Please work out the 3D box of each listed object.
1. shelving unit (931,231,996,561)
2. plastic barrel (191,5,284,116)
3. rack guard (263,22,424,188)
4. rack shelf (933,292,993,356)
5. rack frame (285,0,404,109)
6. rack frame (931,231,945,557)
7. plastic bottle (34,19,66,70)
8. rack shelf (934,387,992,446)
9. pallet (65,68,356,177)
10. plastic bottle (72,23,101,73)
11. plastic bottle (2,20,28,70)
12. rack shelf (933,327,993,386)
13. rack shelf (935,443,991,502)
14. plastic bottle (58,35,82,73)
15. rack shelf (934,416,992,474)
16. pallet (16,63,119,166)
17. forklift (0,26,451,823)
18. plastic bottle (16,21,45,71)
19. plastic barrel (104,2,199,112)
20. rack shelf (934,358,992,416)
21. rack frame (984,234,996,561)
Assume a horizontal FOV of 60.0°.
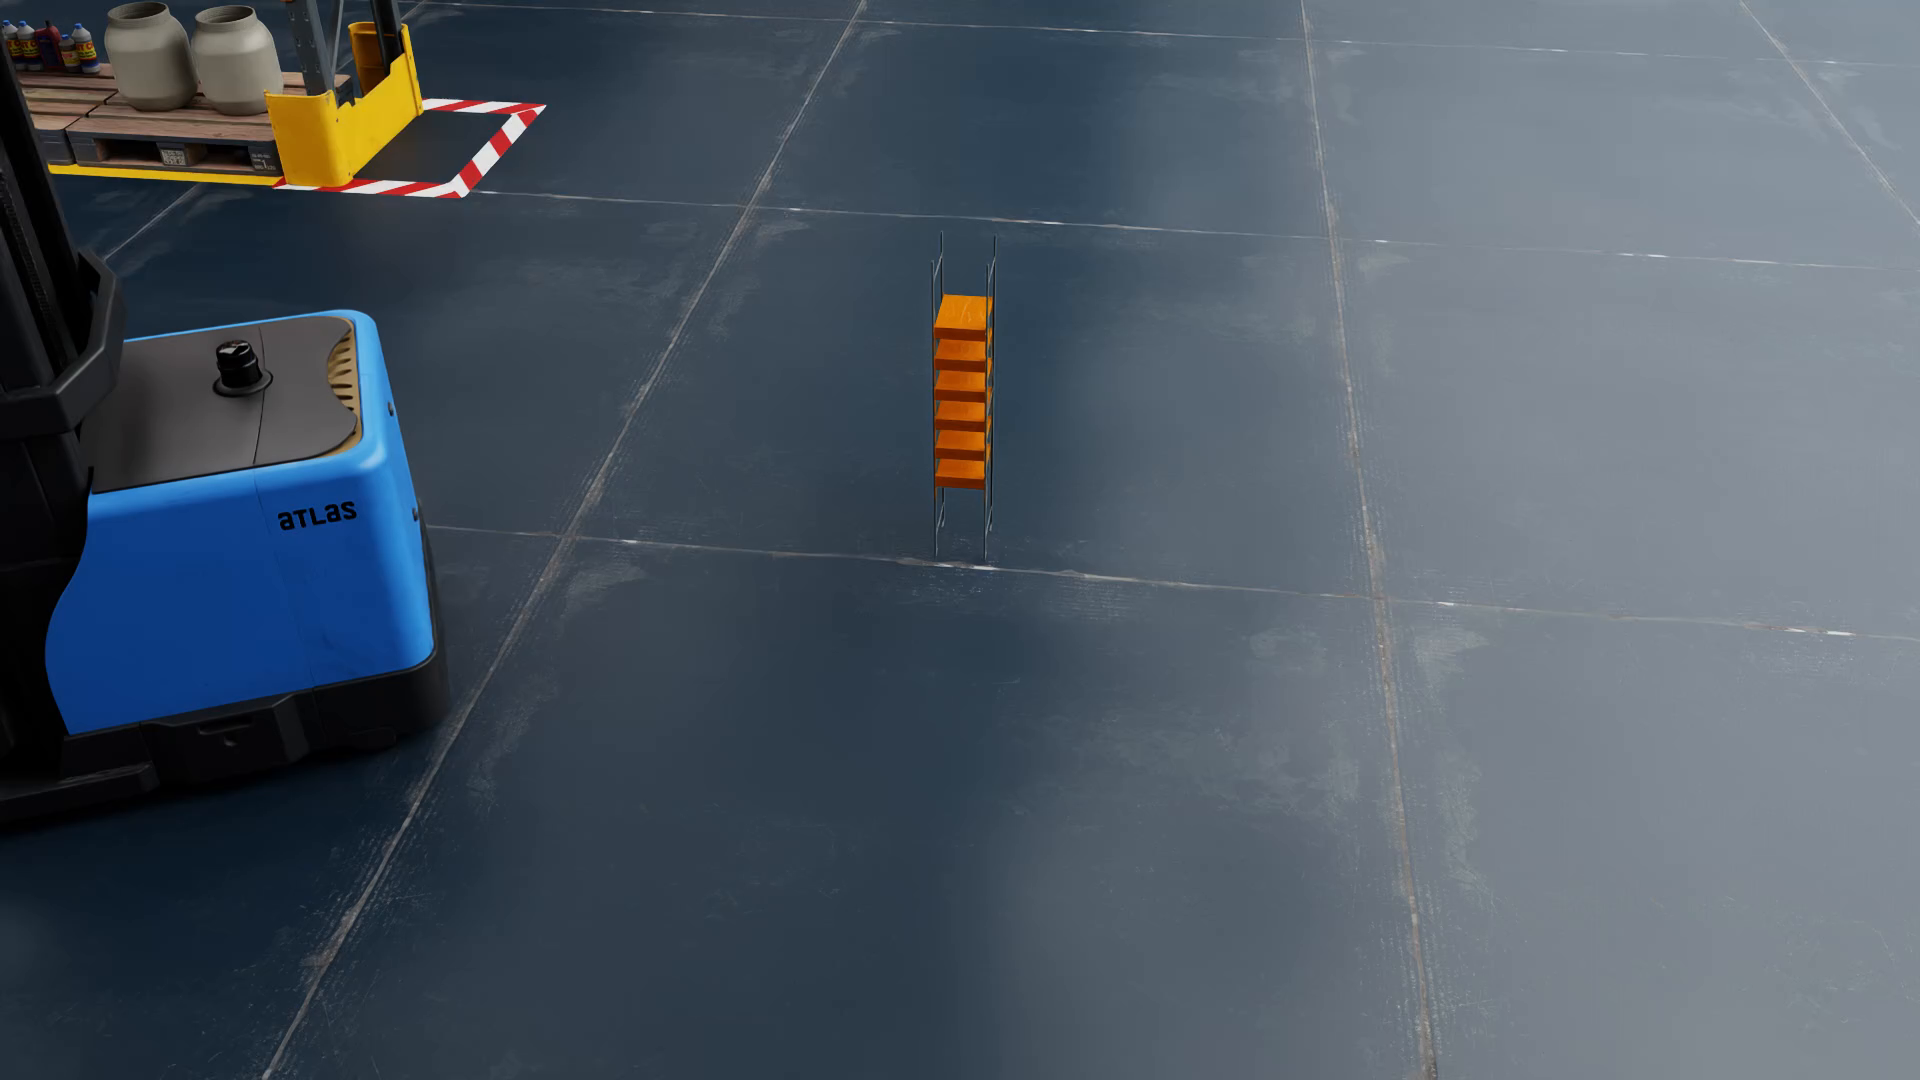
[{"bbox_3d":[0.014,-0.487,5.900,0.189,1.200,0.258,4,36,6],"label":"shelving unit"},{"bbox_3d":[-3.975,-2.634,9.139,0.421,0.512,0.421,0,36,0],"label":"plastic barrel"},{"bbox_3d":[-3.393,-2.432,9.228,0.348,0.500,1.175,4,36,6],"label":"rack guard"},{"bbox_3d":[0.014,-0.744,5.717,0.180,0.103,0.258,4,36,6],"label":"rack shelf"},{"bbox_3d":[-3.312,-3.471,8.532,0.127,3.000,1.000,4,36,6],"label":"rack frame"},{"bbox_3d":[-0.076,-0.494,5.909,0.006,1.200,0.240,4,36,6],"label":"rack frame"},{"bbox_3d":[-5.293,-2.886,9.671,0.133,0.283,0.061,5,36,7],"label":"plastic bottle"},{"bbox_3d":[0.014,-0.451,5.926,0.180,0.103,0.258,4,36,6],"label":"rack shelf"},{"bbox_3d":[-4.199,-2.378,9.400,1.213,0.211,1.003,4,36,6],"label":"pallet"},{"bbox_3d":[-5.071,-2.854,9.636,0.097,0.271,0.097,0,36,0],"label":"plastic bottle"},{"bbox_3d":[-5.510,-2.886,9.682,0.097,0.271,0.097,0,36,0],"label":"plastic bottle"},{"bbox_3d":[0.014,-0.646,5.786,0.180,0.103,0.258,4,36,6],"label":"rack shelf"},{"bbox_3d":[0.014,-0.256,6.065,0.180,0.103,0.258,4,36,6],"label":"rack shelf"},{"bbox_3d":[-5.173,-2.833,9.667,0.097,0.201,0.097,0,36,0],"label":"plastic bottle"},{"bbox_3d":[0.014,-0.353,5.995,0.180,0.103,0.258,4,36,6],"label":"rack shelf"},{"bbox_3d":[-5.405,-2.470,9.529,1.213,0.211,1.003,4,36,6],"label":"pallet"},{"bbox_3d":[-3.219,-0.562,4.515,3.031,2.935,1.130,-11,37,-15],"label":"forklift"},{"bbox_3d":[-5.411,-2.879,9.672,0.097,0.271,0.097,0,36,0],"label":"plastic bottle"},{"bbox_3d":[-4.472,-2.671,9.191,0.421,0.512,0.421,0,36,0],"label":"plastic barrel"},{"bbox_3d":[0.014,-0.549,5.856,0.180,0.103,0.258,4,36,6],"label":"rack shelf"},{"bbox_3d":[0.105,-0.481,5.890,0.006,1.200,0.240,4,36,6],"label":"rack frame"}]
